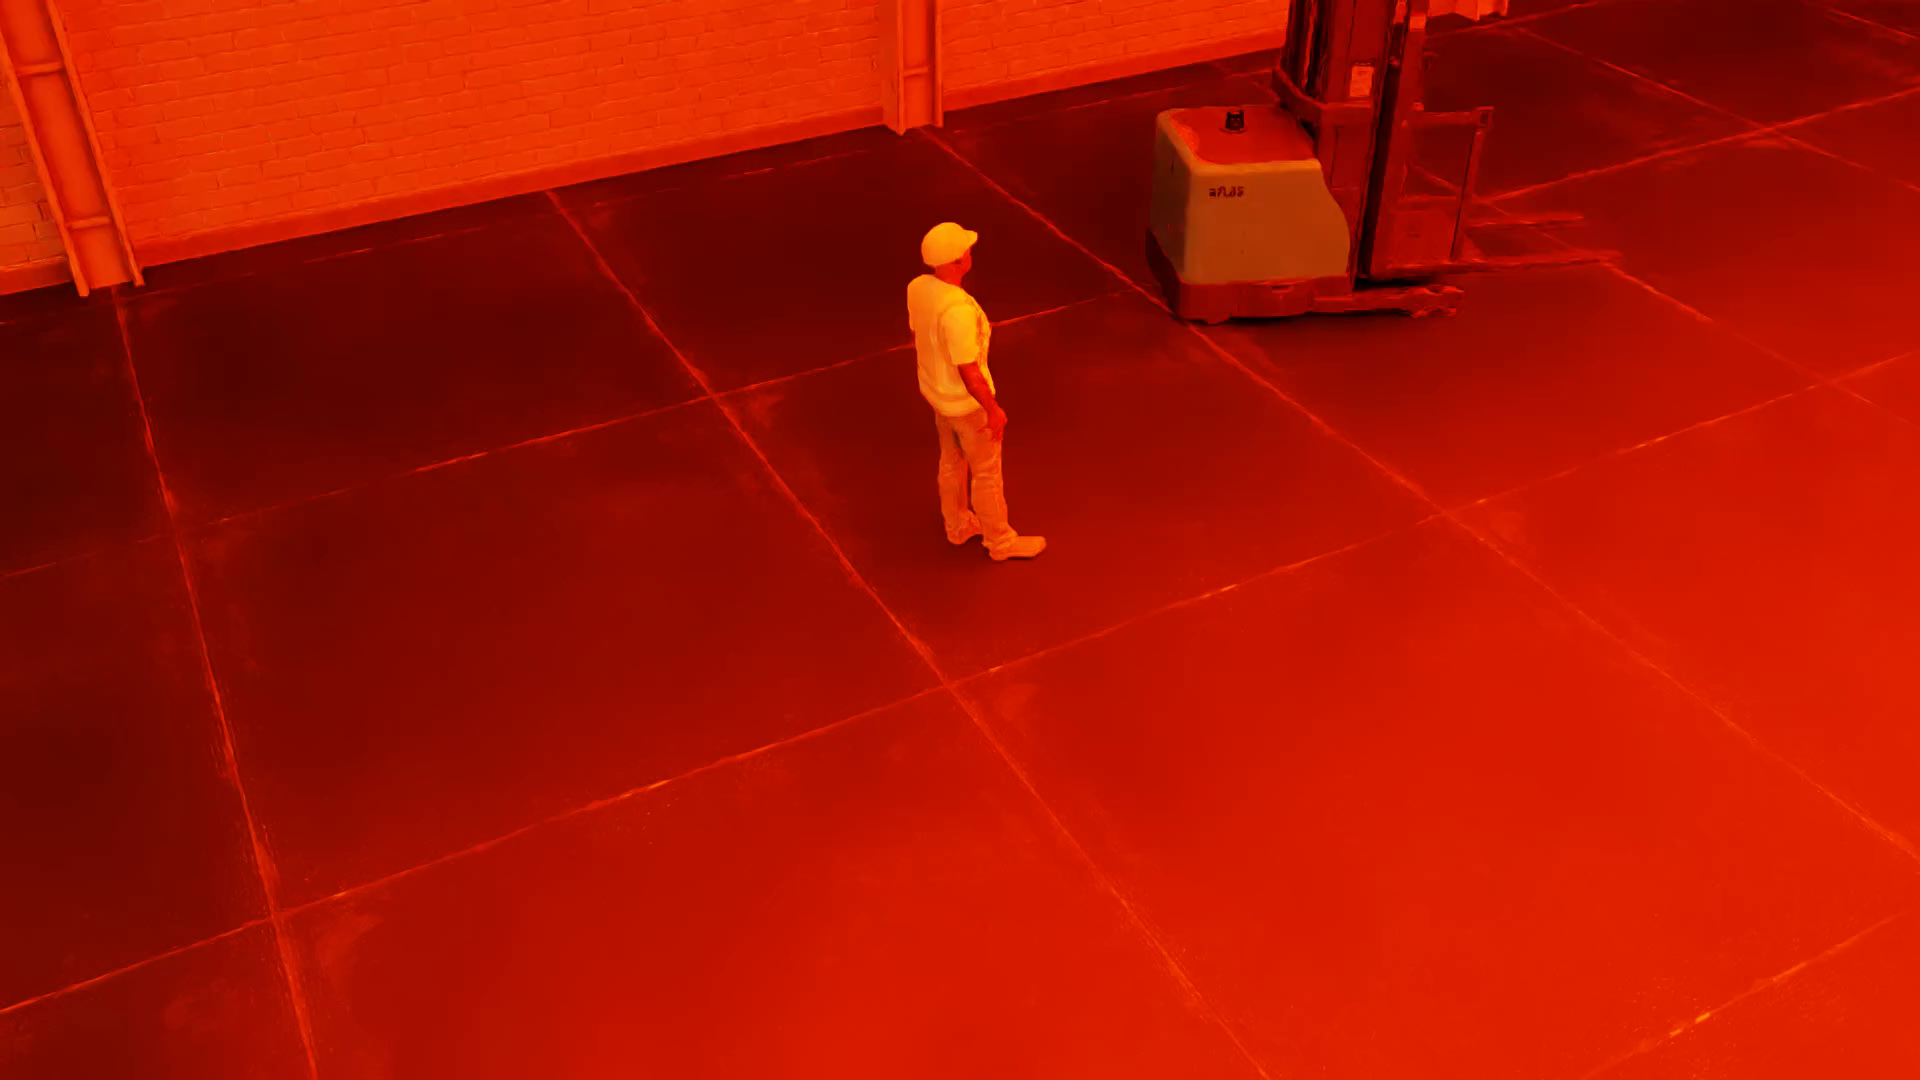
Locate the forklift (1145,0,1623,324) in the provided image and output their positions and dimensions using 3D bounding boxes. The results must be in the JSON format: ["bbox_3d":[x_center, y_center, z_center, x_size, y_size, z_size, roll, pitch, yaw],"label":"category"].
[{"bbox_3d":[2.812,-2.949,10.295,3.031,2.935,1.130,-5,36,-7],"label":"forklift"}]

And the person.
[{"bbox_3d":[0.064,-0.743,8.171,0.576,1.766,0.665,-17,39,-23],"label":"person"}]
